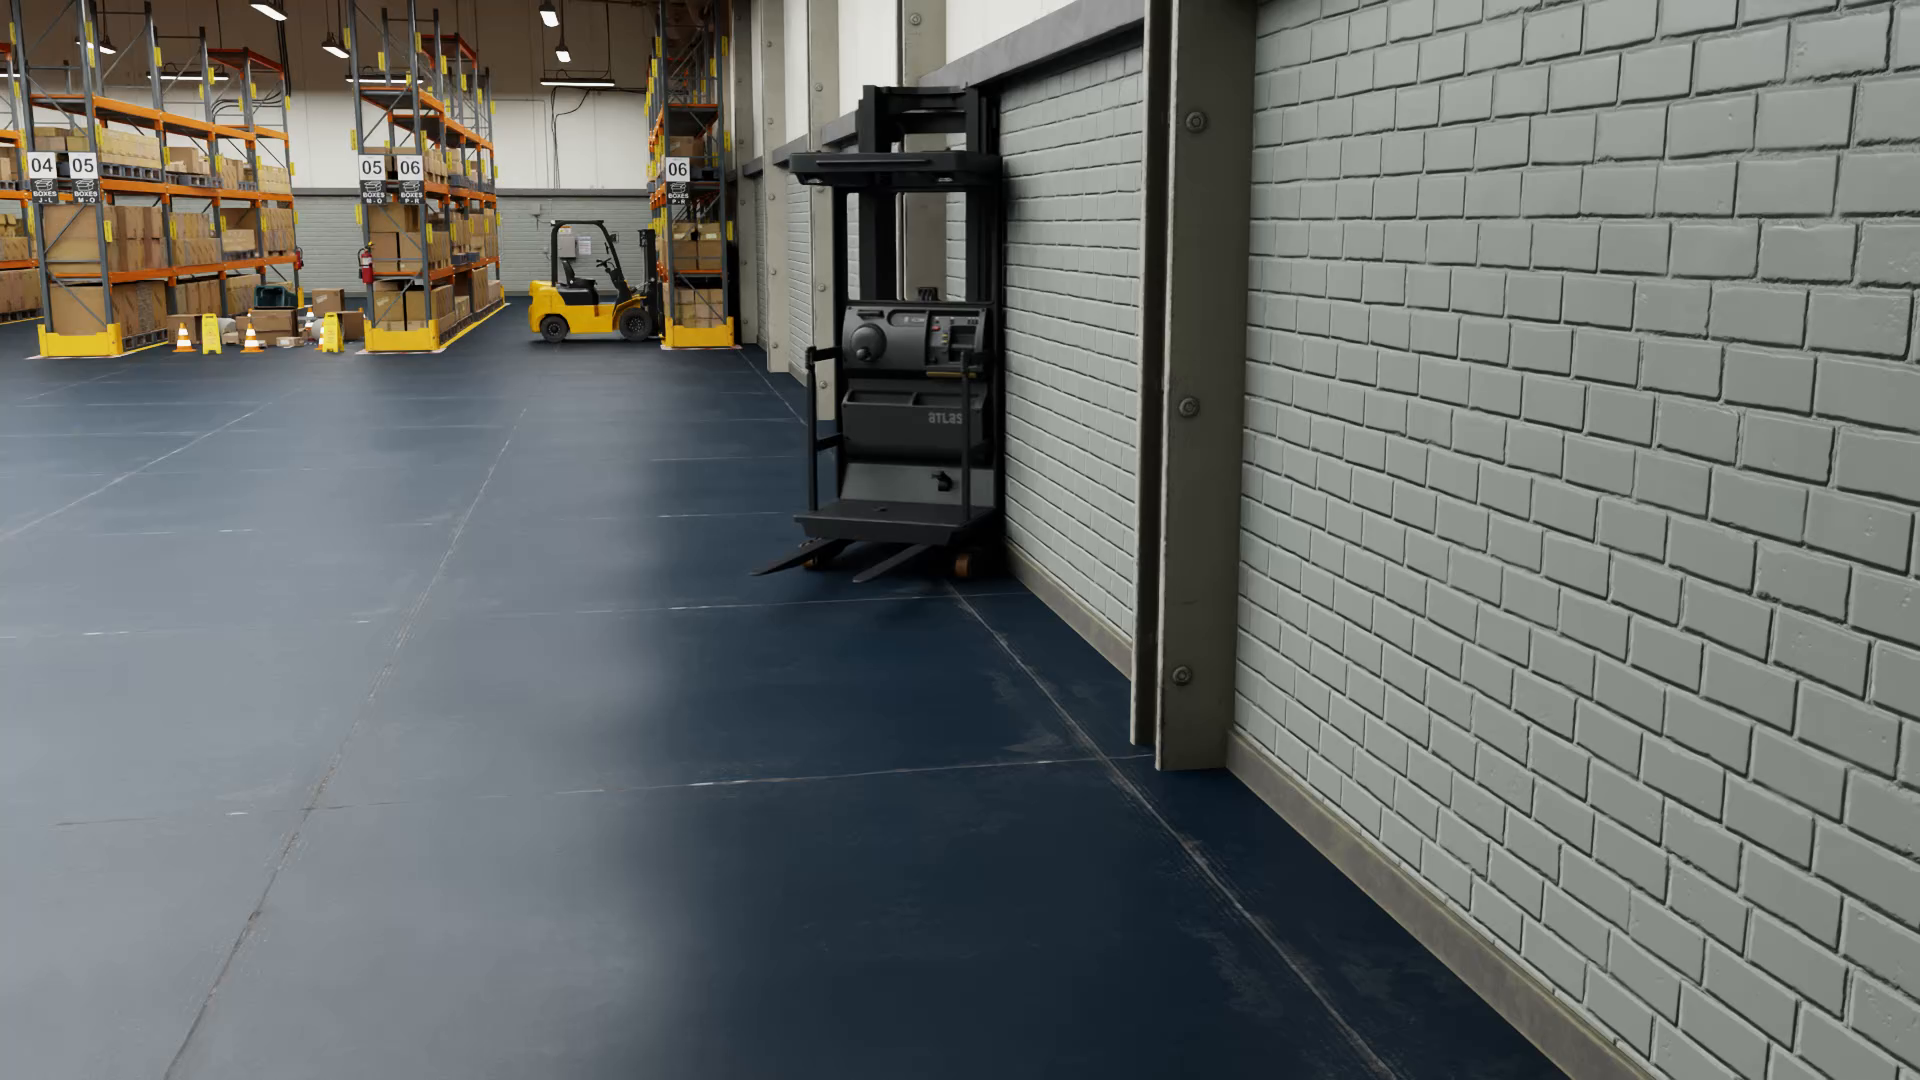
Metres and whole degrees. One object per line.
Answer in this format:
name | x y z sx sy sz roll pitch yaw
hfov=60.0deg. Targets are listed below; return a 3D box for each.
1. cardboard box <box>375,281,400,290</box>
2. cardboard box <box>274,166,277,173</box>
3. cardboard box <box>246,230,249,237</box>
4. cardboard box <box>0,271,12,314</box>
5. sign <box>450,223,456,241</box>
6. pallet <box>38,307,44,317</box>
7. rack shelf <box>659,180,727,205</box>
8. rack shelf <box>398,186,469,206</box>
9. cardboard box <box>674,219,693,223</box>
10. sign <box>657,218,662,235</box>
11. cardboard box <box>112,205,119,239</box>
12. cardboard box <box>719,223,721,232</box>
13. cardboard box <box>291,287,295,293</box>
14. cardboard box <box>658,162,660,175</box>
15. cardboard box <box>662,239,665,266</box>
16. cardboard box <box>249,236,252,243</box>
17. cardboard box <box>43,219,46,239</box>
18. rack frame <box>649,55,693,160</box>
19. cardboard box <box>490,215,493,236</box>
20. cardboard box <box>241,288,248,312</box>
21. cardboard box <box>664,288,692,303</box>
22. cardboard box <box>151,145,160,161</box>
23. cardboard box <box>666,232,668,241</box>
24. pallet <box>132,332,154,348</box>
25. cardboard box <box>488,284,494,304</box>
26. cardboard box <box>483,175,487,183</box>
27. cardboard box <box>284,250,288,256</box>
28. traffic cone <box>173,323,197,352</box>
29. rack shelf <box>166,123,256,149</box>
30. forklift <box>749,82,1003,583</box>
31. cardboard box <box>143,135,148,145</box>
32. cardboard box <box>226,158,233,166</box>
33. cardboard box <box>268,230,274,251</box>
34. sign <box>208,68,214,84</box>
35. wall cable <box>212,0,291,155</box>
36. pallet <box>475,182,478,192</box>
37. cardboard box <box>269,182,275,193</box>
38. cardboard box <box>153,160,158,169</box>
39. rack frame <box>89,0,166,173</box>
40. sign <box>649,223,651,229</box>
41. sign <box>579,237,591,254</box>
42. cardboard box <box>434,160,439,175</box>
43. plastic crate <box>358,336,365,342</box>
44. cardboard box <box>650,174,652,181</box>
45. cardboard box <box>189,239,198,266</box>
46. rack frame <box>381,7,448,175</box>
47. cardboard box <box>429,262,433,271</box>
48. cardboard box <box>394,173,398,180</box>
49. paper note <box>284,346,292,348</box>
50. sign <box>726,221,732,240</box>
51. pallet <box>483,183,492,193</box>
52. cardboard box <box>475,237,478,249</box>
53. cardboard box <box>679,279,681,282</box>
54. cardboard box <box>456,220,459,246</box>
cardboard box | -9.945 -4.421 28.890 0.380 0.149 0.250 -2 11 -9
cardboard box | -16.773 -8.967 40.259 0.380 0.149 0.250 -2 11 -10
cardboard box | -16.195 -6.890 37.331 0.380 0.149 0.250 -2 11 -13
cardboard box | -20.953 -5.236 35.244 1.225 0.875 0.875 -2 11 -11
sign | -9.643 -5.856 31.624 0.100 0.325 0.005 -2 11 -11
pallet | -21.522 -5.289 38.418 1.003 0.211 1.213 -2 11 -11
rack shelf | -4.917 -6.344 30.406 1.077 0.370 4.000 -2 11 -11
rack shelf | -10.563 -6.896 33.308 1.077 0.370 4.000 -2 11 -11
cardboard box | -6.891 -7.781 41.657 0.500 0.500 0.500 -2 11 -13
sign | -5.836 -6.099 32.332 0.100 0.325 0.005 -2 11 -11
cardboard box | -14.464 -5.248 27.459 0.875 0.550 0.550 -2 11 -11
cardboard box | -4.374 -5.491 29.226 0.380 0.149 0.250 -2 11 -9
cardboard box | -16.961 -6.277 41.860 0.380 0.149 0.250 -2 11 -13
cardboard box | -5.835 -7.540 33.616 0.500 0.311 0.500 -3 11 -13
cardboard box | -5.476 -5.549 32.059 0.500 0.500 0.500 -2 11 -13
cardboard box | -16.243 -6.793 37.617 0.380 0.149 0.250 -2 11 -11
cardboard box | -21.381 -7.145 38.312 0.500 0.500 0.500 -2 11 -11
rack frame | -6.862 -10.005 39.694 1.000 3.000 0.127 -2 11 -11
cardboard box | -11.861 -7.793 41.175 0.500 0.500 0.500 -2 11 -11
cardboard box | -15.881 -5.248 36.308 0.500 0.500 0.500 -2 11 -12
cardboard box | -5.029 -4.370 29.691 0.500 0.250 0.500 -2 11 -10
cardboard box | -14.662 -6.931 29.783 0.500 0.250 0.500 -2 11 -12
cardboard box | -4.949 -5.324 29.143 0.380 0.149 0.250 -2 11 -10
pallet | -14.698 -3.474 28.886 1.003 0.211 1.213 -2 11 -11
cardboard box | -11.747 -5.943 40.129 0.875 0.438 0.875 -2 11 -12
cardboard box | -12.332 -9.186 42.426 0.500 0.250 0.500 -3 11 -16
cardboard box | -16.856 -7.100 41.150 0.380 0.149 0.250 -2 11 -9
traffic cone | -12.942 -3.380 27.717 0.336 0.463 0.334 -2 11 -11
rack shelf | -16.177 -8.708 35.876 1.077 0.370 4.000 -2 11 -11
forklift | -0.350 -1.286 10.115 1.130 2.935 3.031 4 11 18
cardboard box | -14.481 -7.014 29.153 0.380 0.149 0.250 -2 11 -10
cardboard box | -16.394 -8.120 36.417 0.797 0.503 0.637 -2 11 -12
cardboard box | -16.518 -7.064 39.223 0.500 0.500 0.500 -2 11 -11
sign | -15.244 -9.449 33.852 0.100 0.325 0.005 -2 11 -11
wall cable | -19.948 -12.940 46.509 2.277 5.999 0.120 -2 11 -11
pallet | -11.503 -8.090 38.166 0.805 0.209 1.217 -3 11 -13
cardboard box | -16.586 -8.360 39.476 0.500 0.250 0.500 -2 11 -9
cardboard box | -14.576 -6.715 29.713 0.380 0.149 0.250 -2 11 -10
rack frame | -15.010 -8.158 29.990 1.000 3.000 0.127 -2 11 -11
sign | -8.172 -8.197 43.925 0.100 0.325 0.005 -2 11 -11
sign | -11.095 -8.702 49.150 0.329 0.494 0.001 -2 11 -11
cardboard box | -9.526 -6.605 29.458 0.500 0.250 0.500 -2 11 -10
plastic crate | -10.673 -3.657 30.197 0.402 0.080 0.583 -6 13 -31
cardboard box | -6.952 -8.360 38.355 0.380 0.149 0.250 -2 11 -10
cardboard box | -15.042 -5.550 32.068 0.500 0.500 0.500 -2 11 -11
rack frame | -10.174 -8.356 31.033 1.000 3.000 0.127 -2 11 -11
cardboard box | -9.294 -4.719 28.642 0.380 0.149 0.250 -2 11 -13
cardboard box | -9.823 -6.224 28.526 0.380 0.149 0.250 -2 11 -11
paper note | -11.533 -3.318 28.548 0.148 0.019 0.142 -6 13 -31
sign | -3.982 -5.340 28.704 0.100 0.325 0.005 -2 11 -11
pallet | -12.113 -8.680 40.994 1.003 0.211 1.213 -2 11 -11
cardboard box | -10.993 -6.603 36.932 0.500 0.250 0.500 -2 11 -11
cardboard box | -6.527 -5.851 37.744 0.380 0.149 0.250 -2 11 -9
cardboard box | -10.082 -5.999 32.507 0.500 0.500 0.500 -2 11 -11
